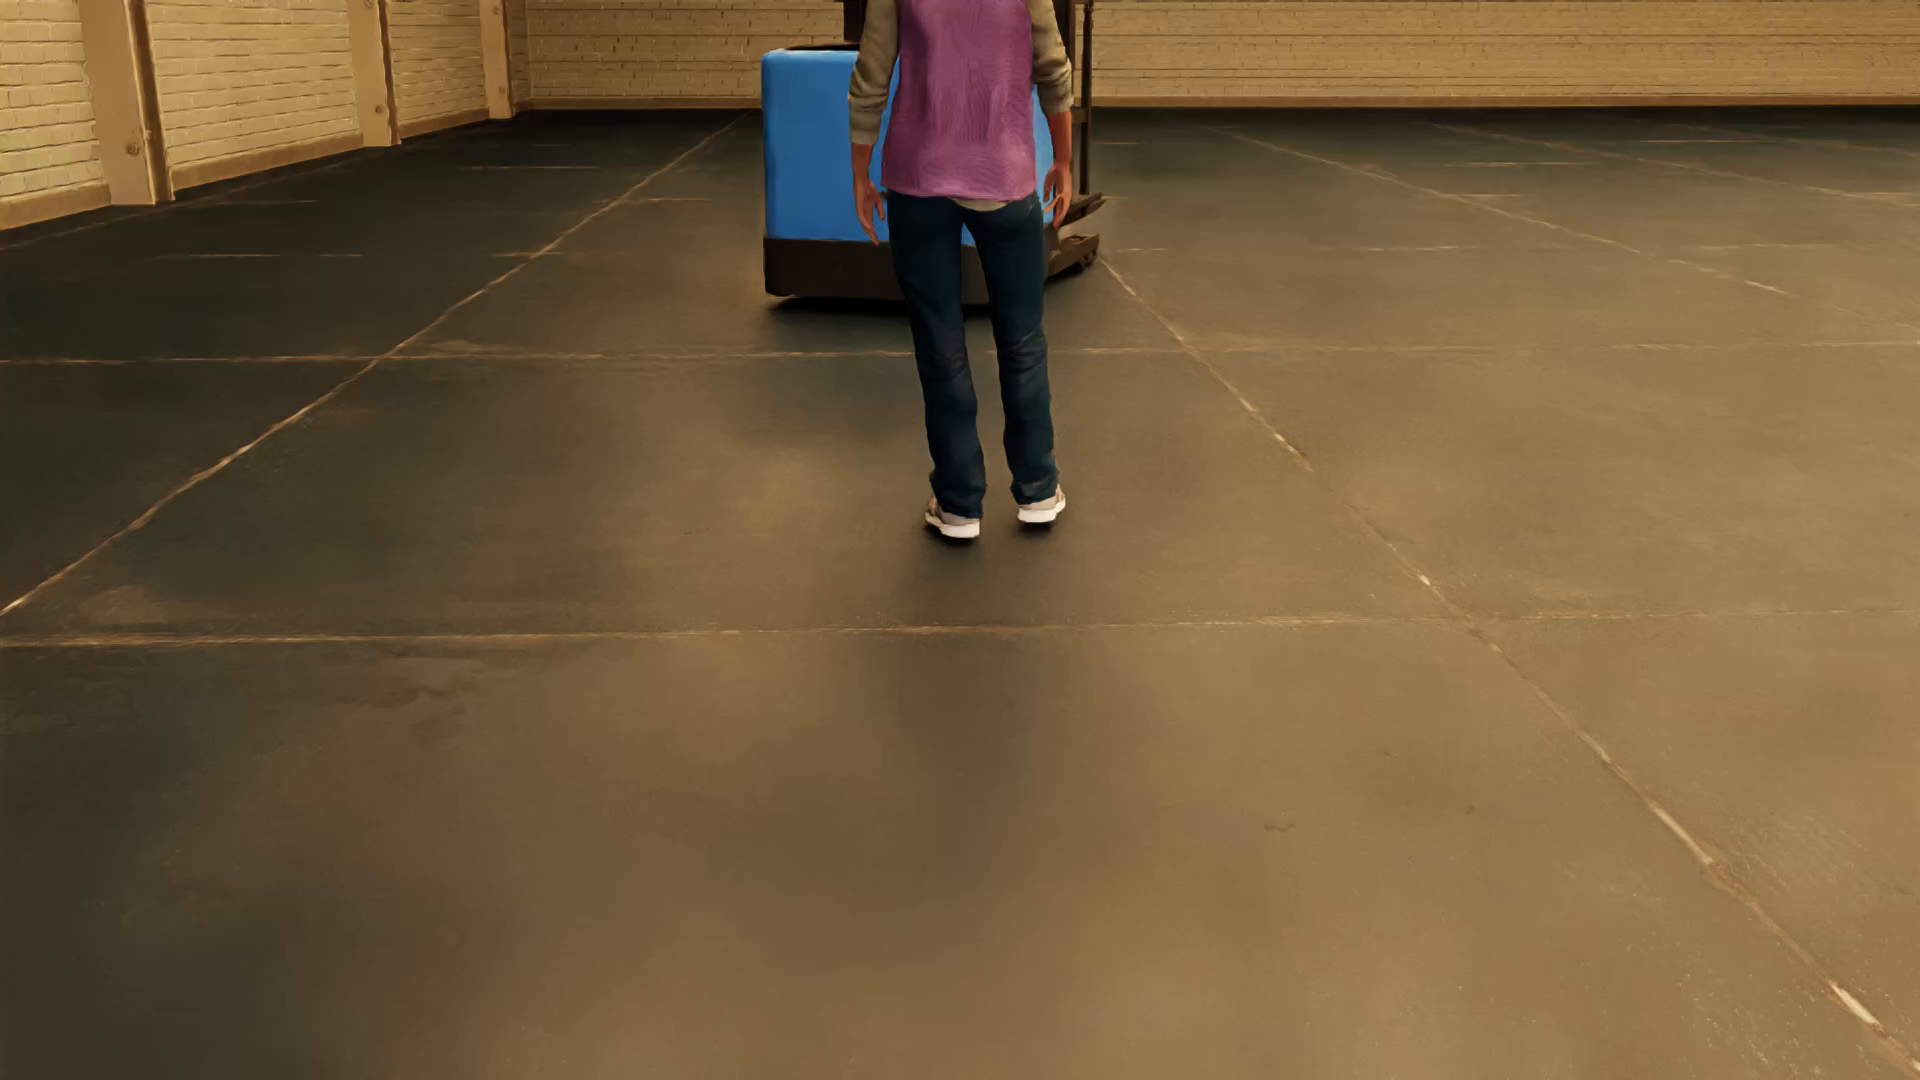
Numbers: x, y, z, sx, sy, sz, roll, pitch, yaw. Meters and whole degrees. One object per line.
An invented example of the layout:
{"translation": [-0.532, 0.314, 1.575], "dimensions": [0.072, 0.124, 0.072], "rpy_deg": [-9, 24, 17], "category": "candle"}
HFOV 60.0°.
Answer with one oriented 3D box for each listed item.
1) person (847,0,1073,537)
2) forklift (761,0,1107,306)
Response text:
{"translation": [0.010, -0.792, 3.754], "dimensions": [0.520, 1.597, 0.474], "rpy_deg": [-1, 17, -3], "category": "person"}
{"translation": [0.077, -2.766, 7.949], "dimensions": [1.130, 2.935, 3.031], "rpy_deg": [5, 18, 16], "category": "forklift"}
